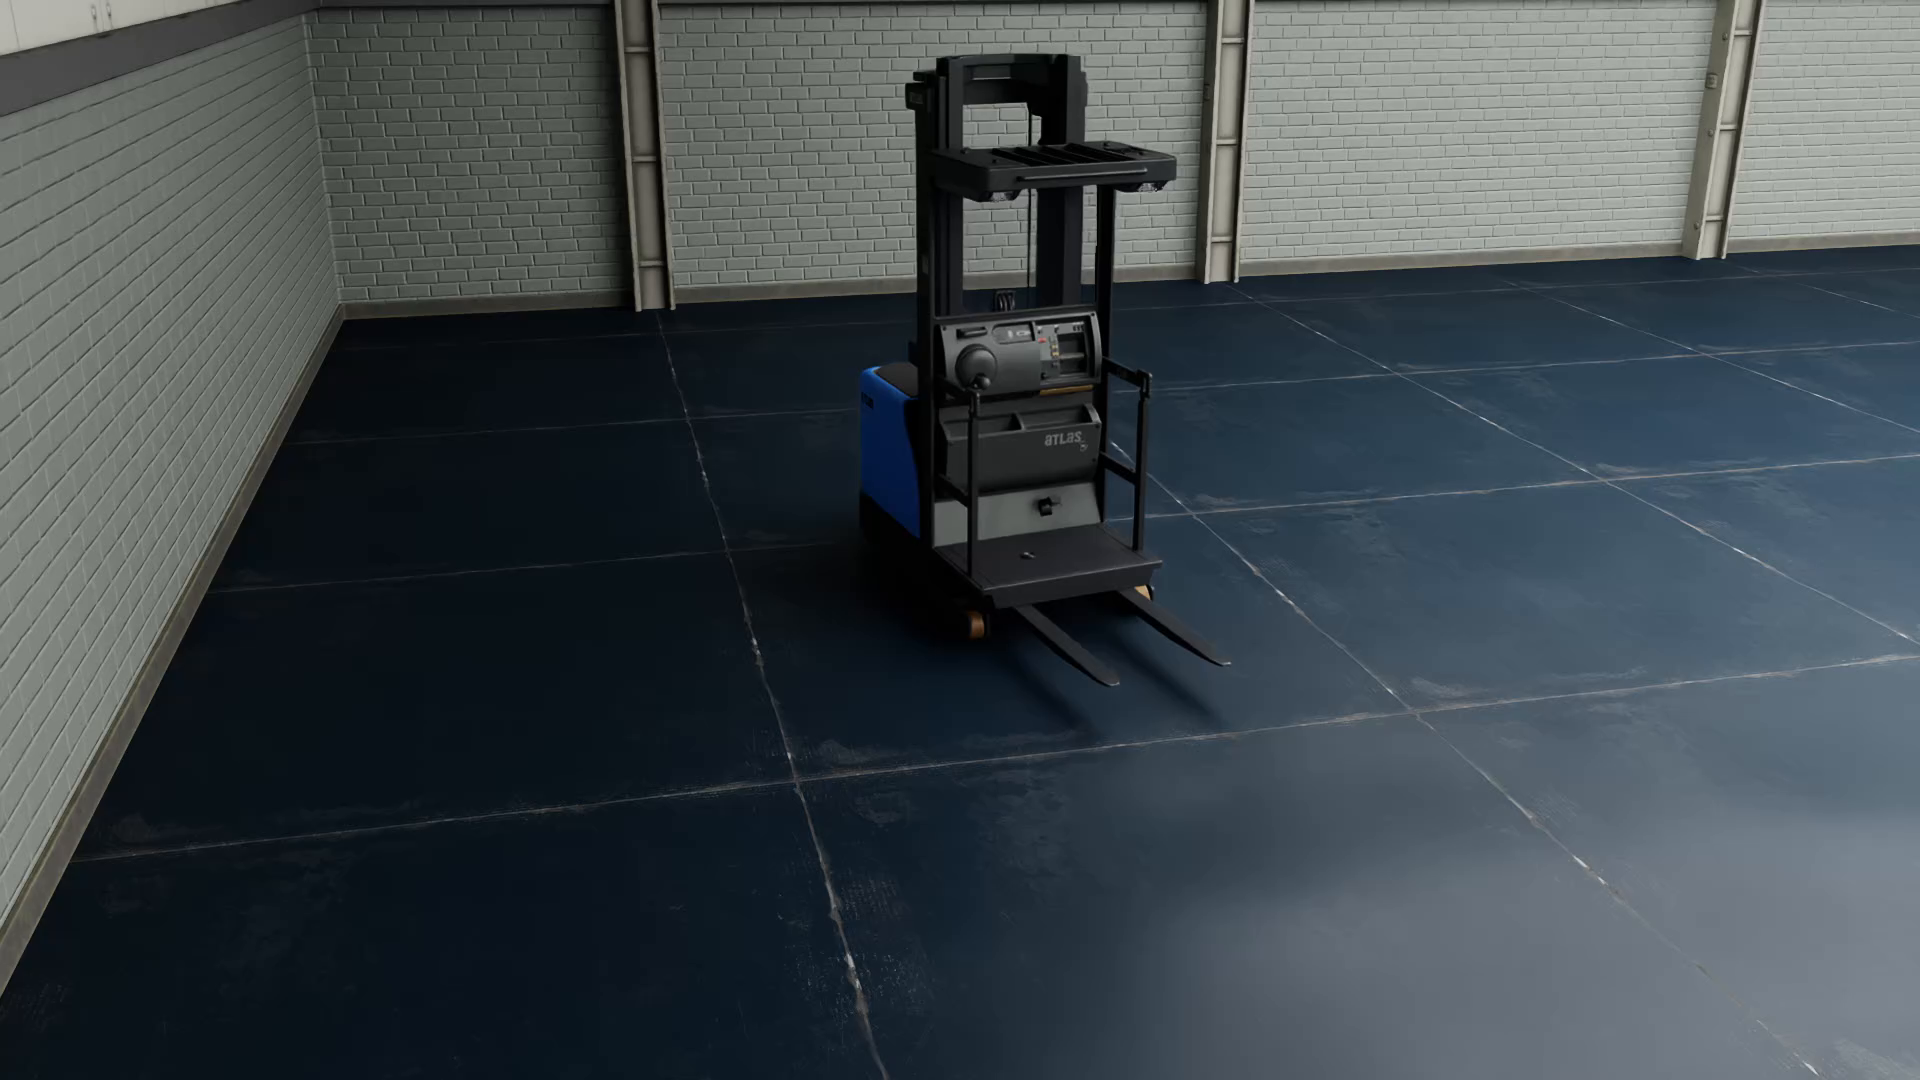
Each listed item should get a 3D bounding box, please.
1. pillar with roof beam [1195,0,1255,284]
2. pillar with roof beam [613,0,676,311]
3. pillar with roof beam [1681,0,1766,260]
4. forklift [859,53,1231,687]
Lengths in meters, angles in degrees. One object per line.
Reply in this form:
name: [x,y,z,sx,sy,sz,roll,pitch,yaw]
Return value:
pillar with roof beam: [3.763,-5.596,12.510,0.400,9.000,9.100,-5,21,-12]
pillar with roof beam: [-2.076,-5.122,11.213,0.400,9.000,9.100,-5,21,-12]
pillar with roof beam: [9.602,-6.071,13.806,0.400,9.000,9.100,-5,21,-12]
forklift: [0.418,-1.006,8.799,1.130,2.935,3.031,-8,22,-21]
